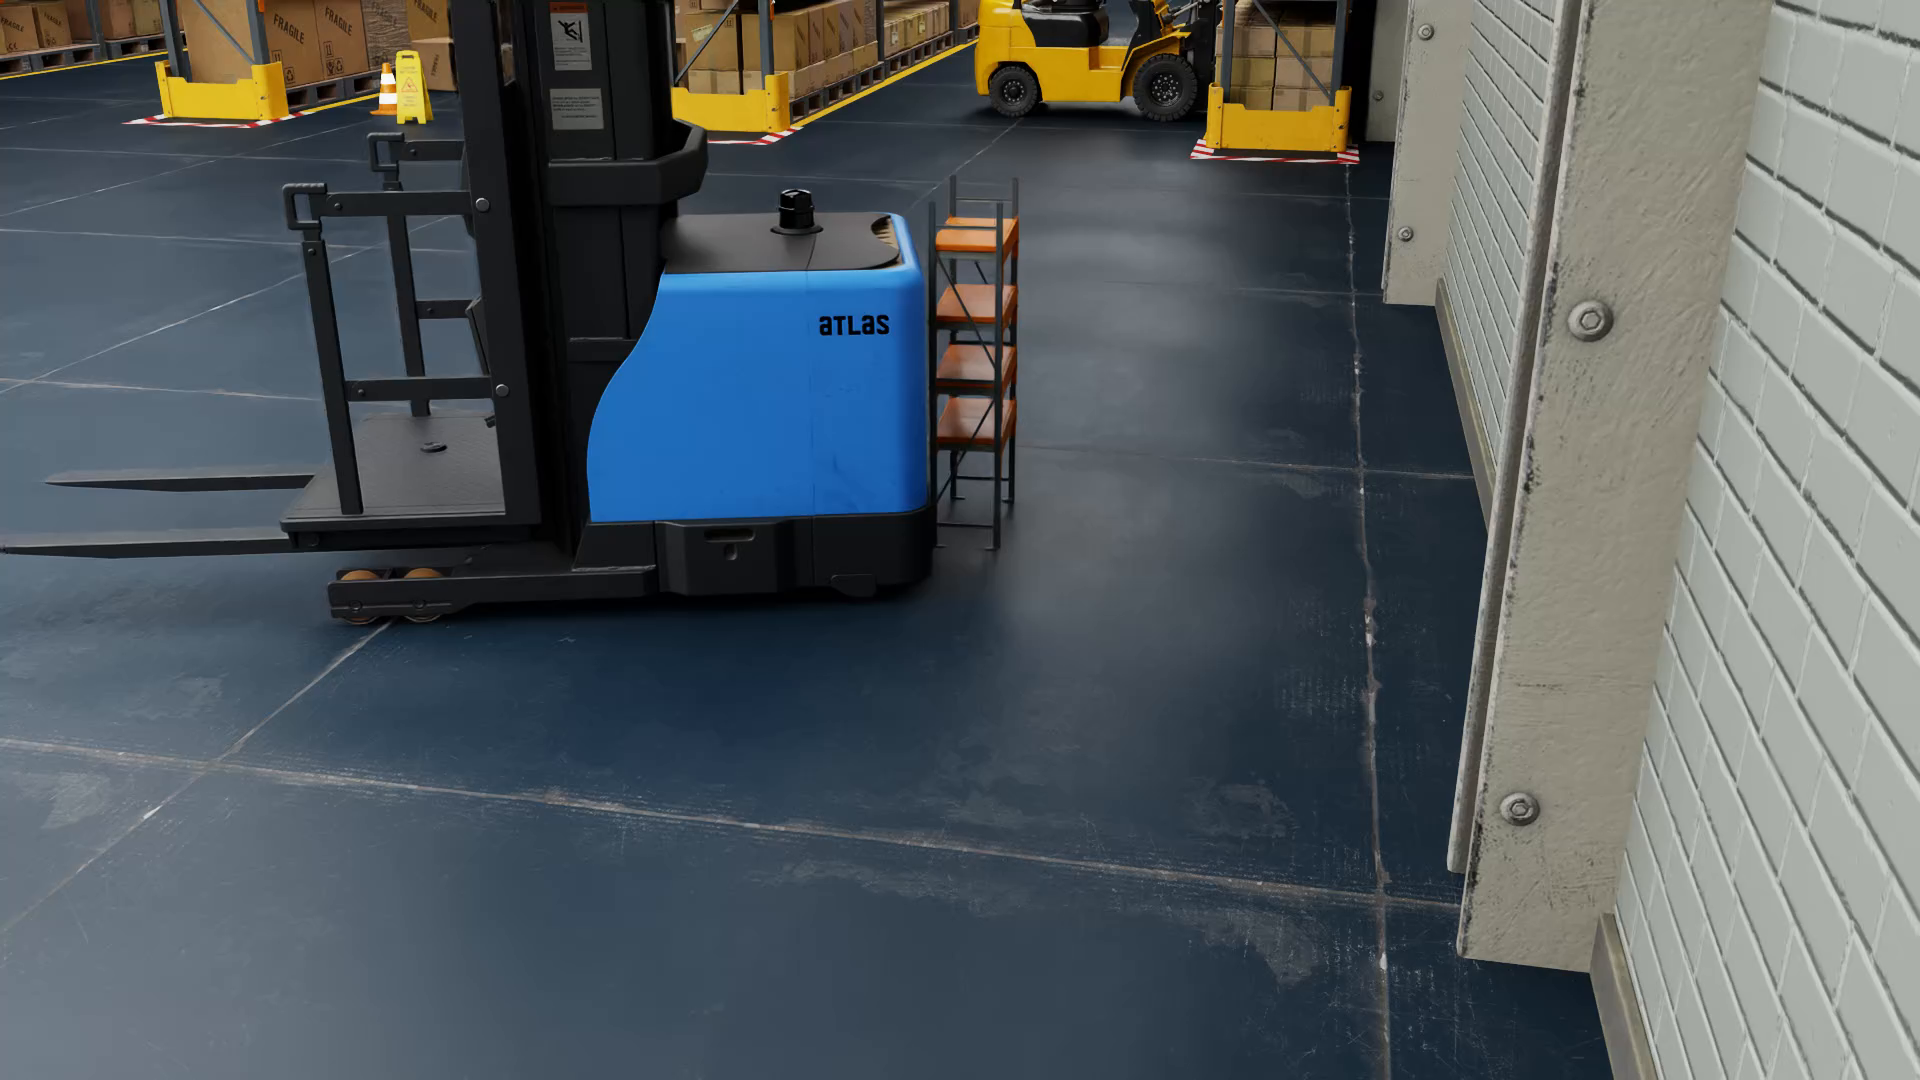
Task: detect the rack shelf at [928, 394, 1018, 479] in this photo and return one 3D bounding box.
[{"bbox_3d":[0.051,-0.372,5.883,0.258,0.148,0.480,3,22,7],"label":"rack shelf"}]

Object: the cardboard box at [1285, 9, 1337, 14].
[{"bbox_3d":[3.302,-4.847,15.654,0.500,0.250,0.500,4,22,10],"label":"cardboard box"}]

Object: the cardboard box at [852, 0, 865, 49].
[{"bbox_3d":[-1.307,-5.435,17.447,0.500,0.500,0.500,5,22,12],"label":"cardboard box"}]

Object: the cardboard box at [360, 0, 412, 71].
[{"bbox_3d":[-6.590,-5.586,17.989,0.875,0.875,0.875,5,22,11],"label":"cardboard box"}]

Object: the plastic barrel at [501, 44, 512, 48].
[{"bbox_3d":[-4.943,-5.204,18.209,0.421,0.421,0.512,-16,27,-35],"label":"plastic barrel"}]

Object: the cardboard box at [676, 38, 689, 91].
[{"bbox_3d":[-2.898,-5.144,17.954,0.500,0.500,0.500,-16,27,-35],"label":"cardboard box"}]

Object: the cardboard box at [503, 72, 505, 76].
[{"bbox_3d":[-4.761,-4.894,17.649,0.396,0.266,0.258,8,23,20],"label":"cardboard box"}]

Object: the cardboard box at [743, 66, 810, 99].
[{"bbox_3d":[-1.728,-4.321,15.686,0.500,0.250,0.500,4,22,10],"label":"cardboard box"}]

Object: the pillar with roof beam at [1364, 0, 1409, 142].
[{"bbox_3d":[-0.493,-8.048,13.790,9.100,9.000,0.400,4,22,11],"label":"pillar with roof beam"}]

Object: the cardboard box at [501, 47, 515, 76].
[{"bbox_3d":[-4.283,-4.805,17.111,0.797,0.503,0.637,-11,25,-26],"label":"cardboard box"}]

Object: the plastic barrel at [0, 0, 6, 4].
[{"bbox_3d":[-14.998,-8.555,25.423,0.600,0.830,0.708,4,22,11],"label":"plastic barrel"}]

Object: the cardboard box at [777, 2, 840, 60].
[{"bbox_3d":[-1.511,-5.052,16.497,0.500,0.500,0.500,5,22,12],"label":"cardboard box"}]

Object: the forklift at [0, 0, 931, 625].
[{"bbox_3d":[-1.640,-1.301,5.160,3.031,2.935,1.130,-2,22,-5],"label":"forklift"}]

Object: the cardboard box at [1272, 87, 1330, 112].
[{"bbox_3d":[2.989,-3.835,14.478,0.500,0.250,0.500,5,22,11],"label":"cardboard box"}]

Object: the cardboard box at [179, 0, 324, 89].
[{"bbox_3d":[-6.956,-4.930,16.362,0.875,0.875,0.875,5,22,11],"label":"cardboard box"}]

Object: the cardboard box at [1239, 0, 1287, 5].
[{"bbox_3d":[3.107,-5.444,17.135,0.500,0.250,0.500,4,22,10],"label":"cardboard box"}]

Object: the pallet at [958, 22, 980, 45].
[{"bbox_3d":[-0.296,-7.043,23.058,1.003,0.211,1.213,4,22,11],"label":"pallet"}]

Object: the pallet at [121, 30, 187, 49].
[{"bbox_3d":[-10.644,-6.785,22.418,1.003,0.211,1.213,4,22,11],"label":"pallet"}]

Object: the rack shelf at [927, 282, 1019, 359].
[{"bbox_3d":[0.051,-0.764,5.725,0.258,0.148,0.480,3,22,7],"label":"rack shelf"}]

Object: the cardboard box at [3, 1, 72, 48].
[{"bbox_3d":[-11.169,-6.238,20.111,0.500,0.500,0.500,4,22,9],"label":"cardboard box"}]

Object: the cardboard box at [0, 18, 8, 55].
[{"bbox_3d":[-11.328,-5.795,19.011,0.500,0.500,0.500,2,22,6],"label":"cardboard box"}]

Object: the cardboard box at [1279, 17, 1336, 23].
[{"bbox_3d":[3.079,-4.478,14.738,0.500,0.250,0.500,4,22,11],"label":"cardboard box"}]

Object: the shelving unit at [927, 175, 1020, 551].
[{"bbox_3d":[0.051,-0.619,5.783,0.258,1.200,0.503,3,22,7],"label":"shelving unit"}]

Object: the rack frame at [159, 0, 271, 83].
[{"bbox_3d":[-7.030,-5.468,15.415,1.000,3.000,0.127,4,22,11],"label":"rack frame"}]

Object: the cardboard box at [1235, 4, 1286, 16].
[{"bbox_3d":[2.903,-5.075,16.219,0.500,0.250,0.500,5,23,13],"label":"cardboard box"}]

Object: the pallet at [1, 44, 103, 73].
[{"bbox_3d":[-11.151,-5.804,19.983,1.003,0.211,1.213,4,22,11],"label":"pallet"}]

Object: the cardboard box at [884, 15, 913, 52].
[{"bbox_3d":[-1.099,-6.022,19.745,0.950,0.372,0.625,6,23,14],"label":"cardboard box"}]

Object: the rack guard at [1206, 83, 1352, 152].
[{"bbox_3d":[2.692,-3.582,14.079,1.175,0.500,0.348,4,22,11],"label":"rack guard"}]

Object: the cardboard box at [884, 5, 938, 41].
[{"bbox_3d":[-0.798,-6.553,21.065,0.950,0.372,0.625,4,22,10],"label":"cardboard box"}]

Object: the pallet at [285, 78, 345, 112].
[{"bbox_3d":[-6.943,-4.473,16.677,1.003,0.211,1.213,4,22,11],"label":"pallet"}]

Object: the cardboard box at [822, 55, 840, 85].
[{"bbox_3d":[-1.517,-4.708,16.646,0.500,0.250,0.500,6,23,15],"label":"cardboard box"}]

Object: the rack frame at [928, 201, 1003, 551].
[{"bbox_3d":[0.018,-0.528,5.559,0.240,1.200,0.015,3,22,7],"label":"rack frame"}]

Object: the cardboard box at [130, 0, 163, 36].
[{"bbox_3d":[-10.786,-6.786,21.446,0.700,0.500,0.500,4,22,11],"label":"cardboard box"}]

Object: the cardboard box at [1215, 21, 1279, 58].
[{"bbox_3d":[2.486,-4.326,14.360,0.500,0.250,0.500,5,23,13],"label":"cardboard box"}]

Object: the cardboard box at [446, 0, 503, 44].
[{"bbox_3d":[-6.175,-6.316,19.970,1.050,0.750,0.750,4,22,11],"label":"cardboard box"}]

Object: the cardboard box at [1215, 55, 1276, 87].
[{"bbox_3d":[2.490,-4.104,14.477,0.500,0.250,0.500,4,22,10],"label":"cardboard box"}]

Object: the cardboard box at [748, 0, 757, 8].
[{"bbox_3d":[-2.191,-5.240,16.095,0.380,0.149,0.250,5,22,12],"label":"cardboard box"}]

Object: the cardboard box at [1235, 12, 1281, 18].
[{"bbox_3d":[2.677,-4.698,15.285,0.500,0.250,0.500,5,22,12],"label":"cardboard box"}]

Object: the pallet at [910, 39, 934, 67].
[{"bbox_3d":[-0.943,-6.029,20.542,1.003,0.211,1.213,4,22,11],"label":"pallet"}]

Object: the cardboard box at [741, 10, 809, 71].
[{"bbox_3d":[-1.724,-4.678,15.567,0.500,0.500,0.500,4,22,9],"label":"cardboard box"}]

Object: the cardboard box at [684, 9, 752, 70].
[{"bbox_3d":[-2.255,-4.708,15.642,0.500,0.500,0.500,5,22,11],"label":"cardboard box"}]

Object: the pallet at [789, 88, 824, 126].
[{"bbox_3d":[-1.947,-4.156,15.891,1.003,0.211,1.213,4,22,11],"label":"pallet"}]

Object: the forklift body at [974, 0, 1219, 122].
[{"bbox_3d":[1.298,-5.190,15.860,2.313,2.155,1.214,4,22,11],"label":"forklift body"}]

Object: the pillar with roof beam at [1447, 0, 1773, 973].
[{"bbox_3d":[-2.942,-3.659,2.893,9.100,9.000,0.400,4,22,11],"label":"pillar with roof beam"}]

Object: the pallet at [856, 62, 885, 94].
[{"bbox_3d":[-1.449,-5.049,18.107,1.003,0.211,1.213,4,22,11],"label":"pallet"}]

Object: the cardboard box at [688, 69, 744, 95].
[{"bbox_3d":[-2.257,-4.372,15.812,0.500,0.250,0.500,4,22,11],"label":"cardboard box"}]

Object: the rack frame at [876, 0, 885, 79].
[{"bbox_3d":[-1.347,-6.591,18.203,1.000,3.000,0.127,4,22,11],"label":"rack frame"}]

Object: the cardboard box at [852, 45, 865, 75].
[{"bbox_3d":[-1.303,-5.078,17.565,0.500,0.250,0.500,4,22,9],"label":"cardboard box"}]

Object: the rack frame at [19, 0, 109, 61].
[{"bbox_3d":[-11.048,-7.346,20.078,1.000,3.000,0.127,4,22,11],"label":"rack frame"}]

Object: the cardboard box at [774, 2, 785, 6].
[{"bbox_3d":[-2.042,-5.083,16.574,0.500,0.500,0.500,4,22,10],"label":"cardboard box"}]

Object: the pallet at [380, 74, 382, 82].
[{"bbox_3d":[-6.445,-5.365,18.893,1.003,0.211,1.213,4,22,11],"label":"pallet"}]

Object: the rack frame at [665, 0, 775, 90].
[{"bbox_3d":[-2.163,-5.128,14.570,1.000,3.000,0.127,4,22,11],"label":"rack frame"}]

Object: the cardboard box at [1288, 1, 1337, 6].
[{"bbox_3d":[3.513,-5.216,16.568,0.500,0.250,0.500,4,22,10],"label":"cardboard box"}]

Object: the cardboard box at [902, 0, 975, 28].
[{"bbox_3d":[-0.308,-7.509,22.765,0.875,0.875,0.875,4,22,10],"label":"cardboard box"}]

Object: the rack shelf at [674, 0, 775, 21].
[{"bbox_3d":[-1.755,-5.525,16.521,1.077,0.370,4.000,4,22,11],"label":"rack shelf"}]

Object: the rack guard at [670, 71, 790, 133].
[{"bbox_3d":[-2.148,-3.996,15.106,1.175,0.500,0.348,4,22,11],"label":"rack guard"}]
